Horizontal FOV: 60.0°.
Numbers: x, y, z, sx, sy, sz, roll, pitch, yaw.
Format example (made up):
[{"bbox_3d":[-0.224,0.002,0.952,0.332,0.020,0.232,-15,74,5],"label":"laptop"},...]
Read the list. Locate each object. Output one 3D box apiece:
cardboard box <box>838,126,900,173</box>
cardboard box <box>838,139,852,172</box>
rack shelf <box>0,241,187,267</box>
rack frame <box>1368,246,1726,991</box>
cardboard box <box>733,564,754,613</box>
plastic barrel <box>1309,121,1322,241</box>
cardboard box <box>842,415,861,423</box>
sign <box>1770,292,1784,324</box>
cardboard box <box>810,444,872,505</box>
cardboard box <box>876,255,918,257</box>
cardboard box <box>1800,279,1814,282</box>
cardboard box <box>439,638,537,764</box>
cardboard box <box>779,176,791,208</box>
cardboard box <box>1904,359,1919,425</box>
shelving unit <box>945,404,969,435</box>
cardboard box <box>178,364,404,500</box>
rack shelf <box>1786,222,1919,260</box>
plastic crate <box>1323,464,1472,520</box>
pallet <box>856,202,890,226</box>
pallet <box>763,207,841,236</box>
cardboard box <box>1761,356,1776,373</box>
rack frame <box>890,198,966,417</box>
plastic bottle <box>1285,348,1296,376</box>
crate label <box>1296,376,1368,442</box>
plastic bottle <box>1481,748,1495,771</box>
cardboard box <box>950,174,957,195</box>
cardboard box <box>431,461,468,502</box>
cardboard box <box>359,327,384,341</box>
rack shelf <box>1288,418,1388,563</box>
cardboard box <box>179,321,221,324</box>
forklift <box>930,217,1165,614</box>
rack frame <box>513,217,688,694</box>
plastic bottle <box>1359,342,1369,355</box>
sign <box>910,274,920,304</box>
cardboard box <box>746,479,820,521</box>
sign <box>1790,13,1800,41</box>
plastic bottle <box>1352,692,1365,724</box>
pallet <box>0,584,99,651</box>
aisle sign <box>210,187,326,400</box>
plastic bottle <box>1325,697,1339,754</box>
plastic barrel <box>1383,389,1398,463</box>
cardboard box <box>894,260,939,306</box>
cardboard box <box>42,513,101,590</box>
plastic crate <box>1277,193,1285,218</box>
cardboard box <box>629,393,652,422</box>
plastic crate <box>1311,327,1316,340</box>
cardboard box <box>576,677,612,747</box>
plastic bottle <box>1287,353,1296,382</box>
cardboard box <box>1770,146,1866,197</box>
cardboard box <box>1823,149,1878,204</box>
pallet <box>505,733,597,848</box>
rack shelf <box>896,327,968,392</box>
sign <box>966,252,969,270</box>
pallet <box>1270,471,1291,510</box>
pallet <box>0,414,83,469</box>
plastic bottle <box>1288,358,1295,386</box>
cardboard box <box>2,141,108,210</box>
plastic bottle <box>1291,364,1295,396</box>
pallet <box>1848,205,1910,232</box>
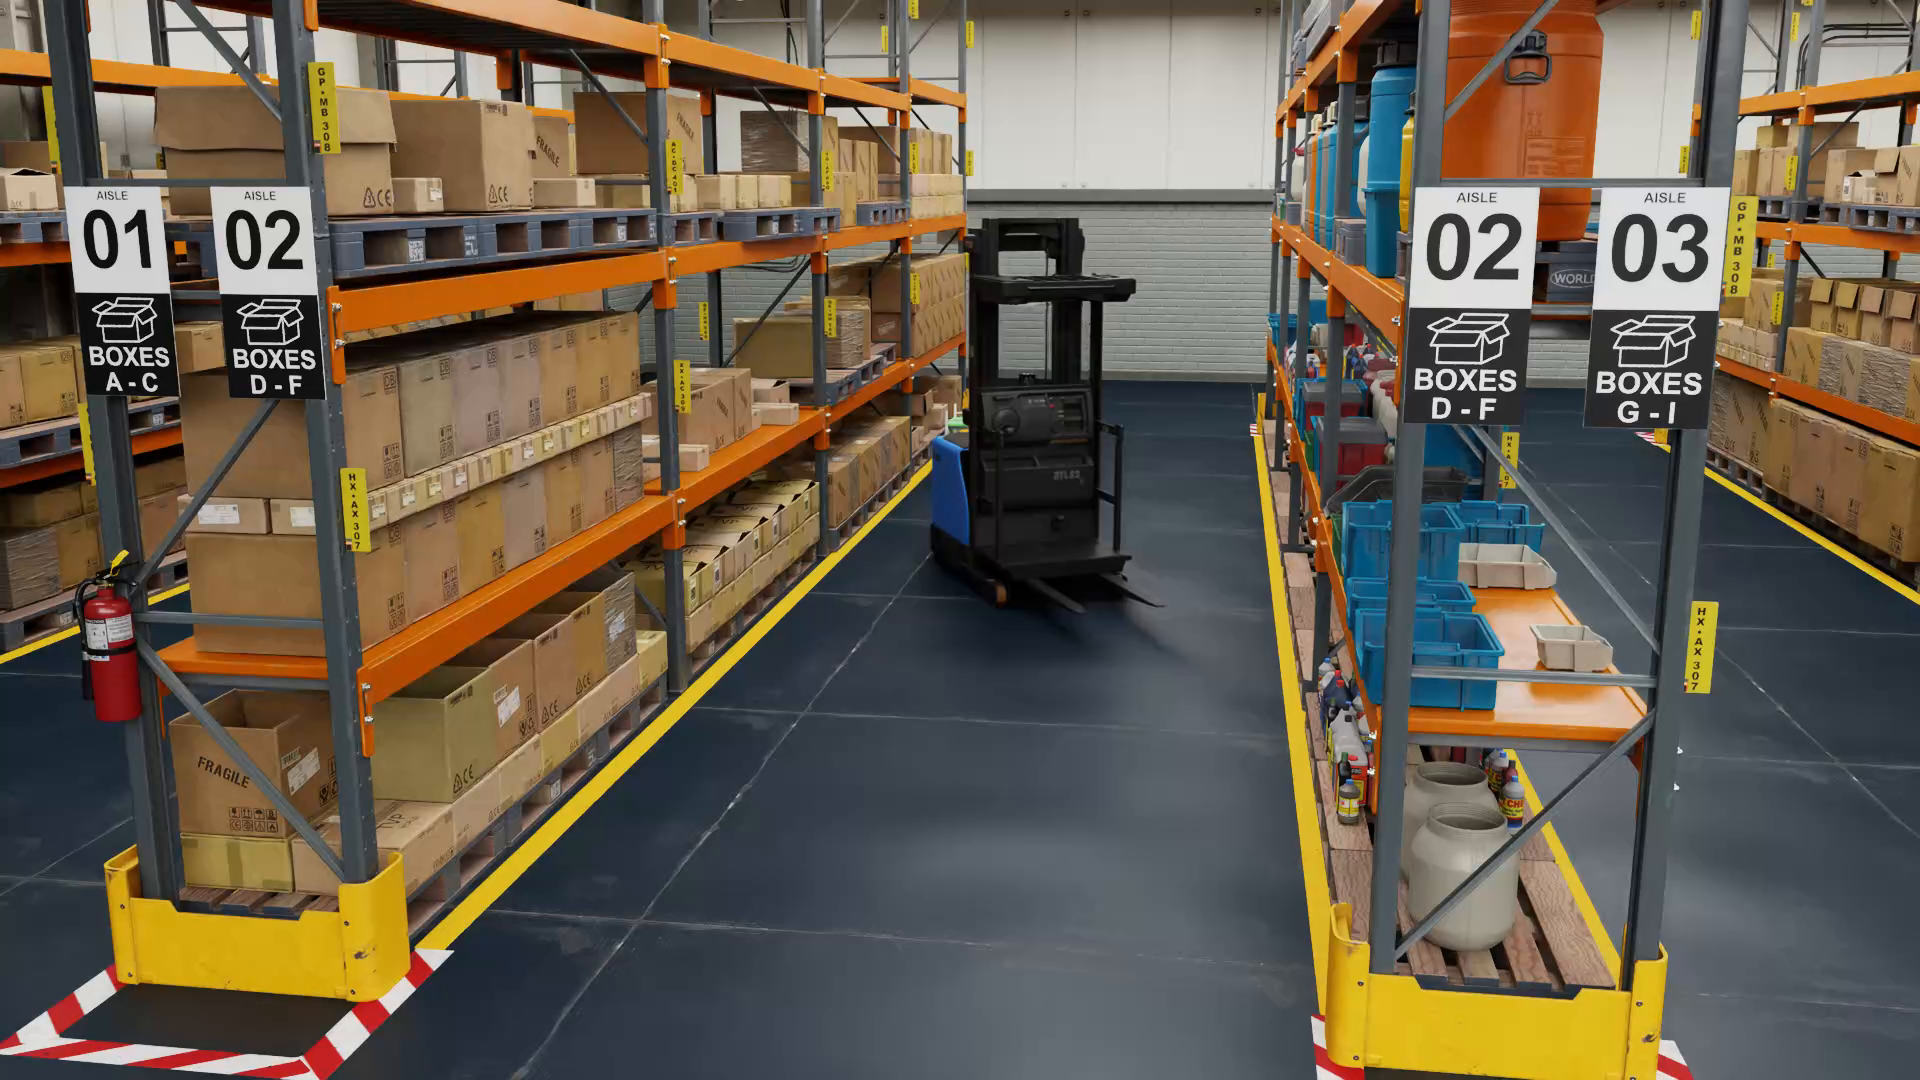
[{"bbox_3d":[-1.000,-4.278,18.248,0.700,0.500,0.500,2,12,9],"label":"cardboard box"},{"bbox_3d":[-1.390,-3.560,16.059,0.600,0.600,0.600,1,12,6],"label":"cardboard box"},{"bbox_3d":[-6.855,-2.197,12.910,1.077,0.370,4.000,2,12,9],"label":"rack shelf"},{"bbox_3d":[2.011,0.488,5.865,1.000,3.000,0.127,2,12,9],"label":"rack frame"},{"bbox_3d":[-1.804,0.343,12.069,0.500,0.250,0.500,1,12,7],"label":"cardboard box"},{"bbox_3d":[2.800,-2.553,11.839,0.600,0.830,0.708,2,12,9],"label":"plastic barrel"},{"bbox_3d":[-1.352,-1.072,17.991,0.500,0.500,0.500,1,12,6],"label":"cardboard box"},{"bbox_3d":[8.202,-2.329,16.694,0.100,0.325,0.005,2,12,9],"label":"sign"},{"bbox_3d":[-1.143,-0.631,15.945,0.500,0.500,0.500,2,12,8],"label":"cardboard box"},{"bbox_3d":[-0.824,-3.349,21.057,0.500,0.500,0.500,2,12,9],"label":"cardboard box"},{"bbox_3d":[9.161,-2.482,17.516,0.500,0.500,0.500,2,12,9],"label":"cardboard box"},{"bbox_3d":[-2.441,0.786,8.233,0.500,0.500,0.500,2,12,9],"label":"cardboard box"},{"bbox_3d":[-1.666,-2.841,13.550,0.500,0.250,0.500,1,12,4],"label":"cardboard box"},{"bbox_3d":[7.967,-1.176,13.351,0.500,0.500,0.500,2,12,10],"label":"cardboard box"},{"bbox_3d":[0.025,-0.621,15.283,0.258,1.200,0.503,2,12,9],"label":"shelving unit"},{"bbox_3d":[-2.790,-0.464,6.967,0.700,0.500,0.500,2,12,9],"label":"cardboard box"},{"bbox_3d":[8.443,-2.548,14.540,1.077,0.370,4.000,2,12,9],"label":"rack shelf"},{"bbox_3d":[2.420,-0.209,9.249,0.767,0.338,0.504,2,12,9],"label":"plastic crate"},{"bbox_3d":[-1.363,-3.196,16.287,1.213,0.211,1.003,2,12,9],"label":"pallet"},{"bbox_3d":[-1.668,-2.568,13.376,1.213,0.211,1.003,2,12,11],"label":"pallet"},{"bbox_3d":[8.474,-1.801,17.082,0.380,0.149,0.250,2,12,9],"label":"cardboard box"},{"bbox_3d":[-0.422,-3.004,22.068,1.000,3.000,0.127,2,12,9],"label":"rack frame"},{"bbox_3d":[3.353,-1.789,16.726,0.152,0.276,0.135,2,12,9],"label":"plastic bottle"},{"bbox_3d":[2.822,-0.997,12.670,0.502,0.435,0.616,2,12,9],"label":"crate label"},{"bbox_3d":[2.697,1.105,8.434,0.097,0.271,0.097,0,12,0],"label":"plastic bottle"},{"bbox_3d":[-0.325,-4.422,20.698,0.500,0.250,0.500,2,12,9],"label":"cardboard box"},{"bbox_3d":[-2.491,-0.273,7.621,0.380,0.149,0.250,2,12,8],"label":"cardboard box"},{"bbox_3d":[-6.053,-2.007,16.453,0.500,0.500,0.500,2,12,8],"label":"cardboard box"},{"bbox_3d":[2.934,-0.409,11.737,1.077,0.370,4.000,2,12,9],"label":"rack shelf"},{"bbox_3d":[-6.606,-1.939,14.306,0.380,0.149,0.250,0,12,-1],"label":"cardboard box"},{"bbox_3d":[0.687,-1.022,13.036,1.130,2.935,3.031,-4,13,-18],"label":"forklift"},{"bbox_3d":[-2.267,-0.506,10.477,1.000,3.000,0.127,2,12,9],"label":"rack frame"},{"bbox_3d":[4.039,-1.784,16.525,0.144,0.351,0.185,2,12,9],"label":"plastic bottle"},{"bbox_3d":[-0.488,-2.720,18.003,0.100,0.325,0.005,2,12,9],"label":"sign"},{"bbox_3d":[-1.489,-0.357,13.984,0.500,0.311,0.500,2,12,10],"label":"cardboard box"},{"bbox_3d":[9.900,-6.090,19.741,0.100,0.325,0.005,2,12,9],"label":"sign"},{"bbox_3d":[2.189,0.963,9.095,0.097,0.271,0.097,0,12,0],"label":"plastic bottle"},{"bbox_3d":[-7.044,0.535,12.264,1.003,0.211,1.213,2,12,9],"label":"pallet"},{"bbox_3d":[-2.590,-0.920,6.230,0.394,0.787,0.004,2,12,9],"label":"aisle sign"},{"bbox_3d":[1.997,0.995,8.916,0.061,0.283,0.133,2,12,11],"label":"plastic bottle"},{"bbox_3d":[3.103,-0.756,11.314,0.433,0.535,0.433,0,12,0],"label":"plastic barrel"},{"bbox_3d":[-0.528,-3.012,19.497,0.500,0.500,0.500,2,12,7],"label":"cardboard box"},{"bbox_3d":[-7.036,0.078,12.656,0.700,0.500,0.500,2,12,8],"label":"cardboard box"},{"bbox_3d":[3.826,-3.800,18.922,0.437,0.282,0.530,2,12,9],"label":"plastic crate"},{"bbox_3d":[-2.098,-0.808,10.104,0.380,0.149,0.250,2,12,9],"label":"cardboard box"},{"bbox_3d":[4.467,-2.508,20.249,0.396,0.136,0.243,2,12,9],"label":"plastic crate"},{"bbox_3d":[-2.272,0.945,9.275,0.500,0.250,0.500,2,12,9],"label":"cardboard box"},{"bbox_3d":[3.267,-1.673,16.185,0.152,0.276,0.135,2,12,9],"label":"plastic bottle"},{"bbox_3d":[8.812,-3.784,17.095,0.700,0.500,0.500,1,12,5],"label":"cardboard box"},{"bbox_3d":[8.672,-3.449,15.779,0.700,0.500,0.500,2,12,10],"label":"cardboard box"},{"bbox_3d":[-2.616,1.276,8.827,1.003,0.211,1.213,2,12,9],"label":"pallet"},{"bbox_3d":[-0.729,-2.236,20.212,1.077,0.370,4.000,2,12,9],"label":"rack shelf"},{"bbox_3d":[0.123,-3.702,21.810,0.100,0.325,0.005,2,12,9],"label":"sign"},{"bbox_3d":[3.697,-0.488,17.011,1.003,0.211,1.213,2,12,9],"label":"pallet"},{"bbox_3d":[-6.901,-0.726,11.955,1.003,0.211,1.213,2,12,9],"label":"pallet"},{"bbox_3d":[3.186,-1.599,15.854,0.097,0.271,0.097,0,12,0],"label":"plastic bottle"},{"bbox_3d":[-6.810,-2.754,12.555,0.500,0.500,0.500,1,12,7],"label":"cardboard box"},{"bbox_3d":[3.058,-1.456,15.164,0.061,0.283,0.133,2,12,9],"label":"plastic bottle"},{"bbox_3d":[8.351,-2.759,14.262,1.003,0.211,1.213,2,12,11],"label":"pallet"}]
